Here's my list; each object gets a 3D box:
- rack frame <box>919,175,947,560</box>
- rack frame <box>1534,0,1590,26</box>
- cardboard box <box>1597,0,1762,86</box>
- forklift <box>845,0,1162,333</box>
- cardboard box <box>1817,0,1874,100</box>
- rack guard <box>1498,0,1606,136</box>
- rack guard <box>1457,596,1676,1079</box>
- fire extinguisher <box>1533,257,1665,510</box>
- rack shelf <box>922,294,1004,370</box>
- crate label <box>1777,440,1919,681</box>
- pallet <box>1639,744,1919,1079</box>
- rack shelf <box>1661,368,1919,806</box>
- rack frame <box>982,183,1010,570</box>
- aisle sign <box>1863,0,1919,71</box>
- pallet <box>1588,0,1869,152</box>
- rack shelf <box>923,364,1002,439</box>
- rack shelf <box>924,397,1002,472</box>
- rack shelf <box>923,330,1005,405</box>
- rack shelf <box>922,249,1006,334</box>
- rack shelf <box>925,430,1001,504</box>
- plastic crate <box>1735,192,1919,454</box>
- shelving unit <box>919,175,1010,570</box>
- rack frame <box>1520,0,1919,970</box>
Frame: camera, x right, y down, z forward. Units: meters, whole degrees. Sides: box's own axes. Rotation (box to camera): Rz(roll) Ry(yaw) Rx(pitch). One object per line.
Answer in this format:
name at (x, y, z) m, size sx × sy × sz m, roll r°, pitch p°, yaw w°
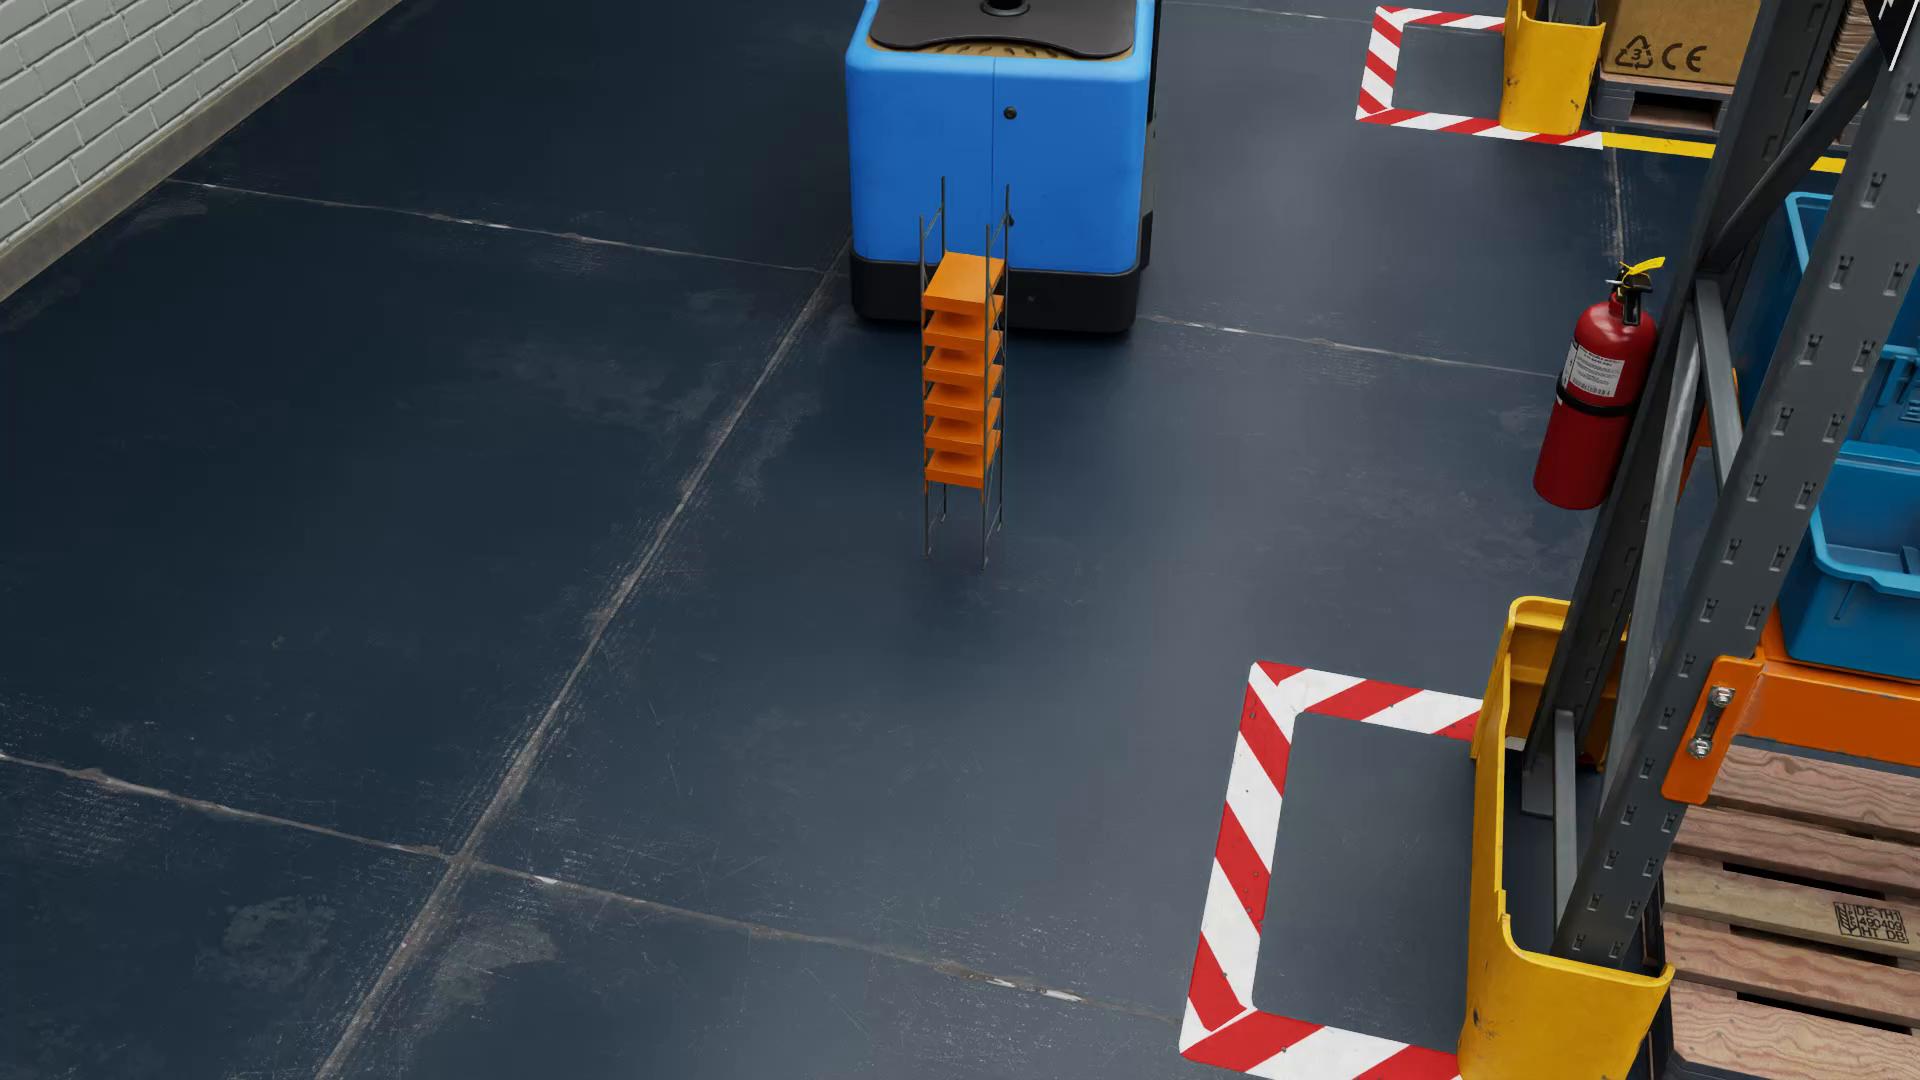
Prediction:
rack frame at (-0.074, -0.472, 4.879) m, size 0.006 × 1.200 × 0.240 m, roll 10°, pitch 41°, yaw 11°
rack frame at (2.749, -3.320, 6.870) m, size 0.127 × 3.000 × 1.000 m, roll 10°, pitch 41°, yaw 11°
cardboard box at (3.388, -2.610, 7.351) m, size 0.875 × 0.875 × 0.875 m, roll 10°, pitch 41°, yaw 11°
forklift at (0.281, -2.815, 6.323) m, size 1.130 × 2.935 × 3.031 m, roll 4°, pitch 40°, yaw 5°
cardboard box at (4.267, -2.459, 7.171) m, size 0.875 × 0.875 × 0.875 m, roll 10°, pitch 41°, yaw 11°
rack guard at (2.726, -2.367, 7.679) m, size 0.348 × 0.500 × 1.175 m, roll 10°, pitch 41°, yaw 11°
rack guard at (1.442, 0.719, 4.006) m, size 0.348 × 0.500 × 1.175 m, roll 10°, pitch 41°, yaw 11°
fire extinguisher at (1.441, -0.378, 3.717) m, size 0.183 × 0.674 × 0.296 m, roll 10°, pitch 41°, yaw 11°
rack shelf at (0.014, -0.607, 4.735) m, size 0.180 × 0.103 × 0.258 m, roll 10°, pitch 41°, yaw 11°
crate label at (1.622, 0.044, 2.949) m, size 0.303 × 0.233 × 0.416 m, roll 10°, pitch 41°, yaw 11°
pallet at (2.256, 0.986, 3.911) m, size 1.213 × 0.211 × 1.003 m, roll 10°, pitch 41°, yaw 11°
rack shelf at (3.401, 0.365, 3.042) m, size 4.000 × 0.370 × 1.077 m, roll 10°, pitch 41°, yaw 11°
rack frame at (0.102, -0.442, 4.843) m, size 0.006 × 1.200 × 0.240 m, roll 10°, pitch 41°, yaw 11°
aisle sign at (1.323, -1.066, 2.165) m, size 0.004 × 0.787 × 0.394 m, roll 10°, pitch 41°, yaw 11°
pallet at (3.542, -2.168, 7.667) m, size 1.213 × 0.211 × 1.003 m, roll 10°, pitch 41°, yaw 11°
rack shelf at (0.014, -0.423, 4.890) m, size 0.180 × 0.103 × 0.258 m, roll 10°, pitch 41°, yaw 11°
rack shelf at (0.014, -0.331, 4.967) m, size 0.180 × 0.103 × 0.258 m, roll 10°, pitch 41°, yaw 11°
rack shelf at (0.014, -0.515, 4.813) m, size 0.180 × 0.103 × 0.258 m, roll 10°, pitch 41°, yaw 11°
rack shelf at (0.014, -0.699, 4.658) m, size 0.180 × 0.103 × 0.258 m, roll 10°, pitch 41°, yaw 11°
rack shelf at (0.014, -0.239, 5.044) m, size 0.180 × 0.103 × 0.258 m, roll 10°, pitch 41°, yaw 11°
plastic crate at (1.841, -0.340, 3.248) m, size 0.499 × 0.435 × 0.616 m, roll 10°, pitch 41°, yaw 11°
shelving unit at (0.014, -0.457, 4.861) m, size 0.189 × 1.200 × 0.258 m, roll 10°, pitch 41°, yaw 11°
rack frame at (1.469, -0.243, 3.207) m, size 0.127 × 3.000 × 1.000 m, roll 10°, pitch 41°, yaw 11°
